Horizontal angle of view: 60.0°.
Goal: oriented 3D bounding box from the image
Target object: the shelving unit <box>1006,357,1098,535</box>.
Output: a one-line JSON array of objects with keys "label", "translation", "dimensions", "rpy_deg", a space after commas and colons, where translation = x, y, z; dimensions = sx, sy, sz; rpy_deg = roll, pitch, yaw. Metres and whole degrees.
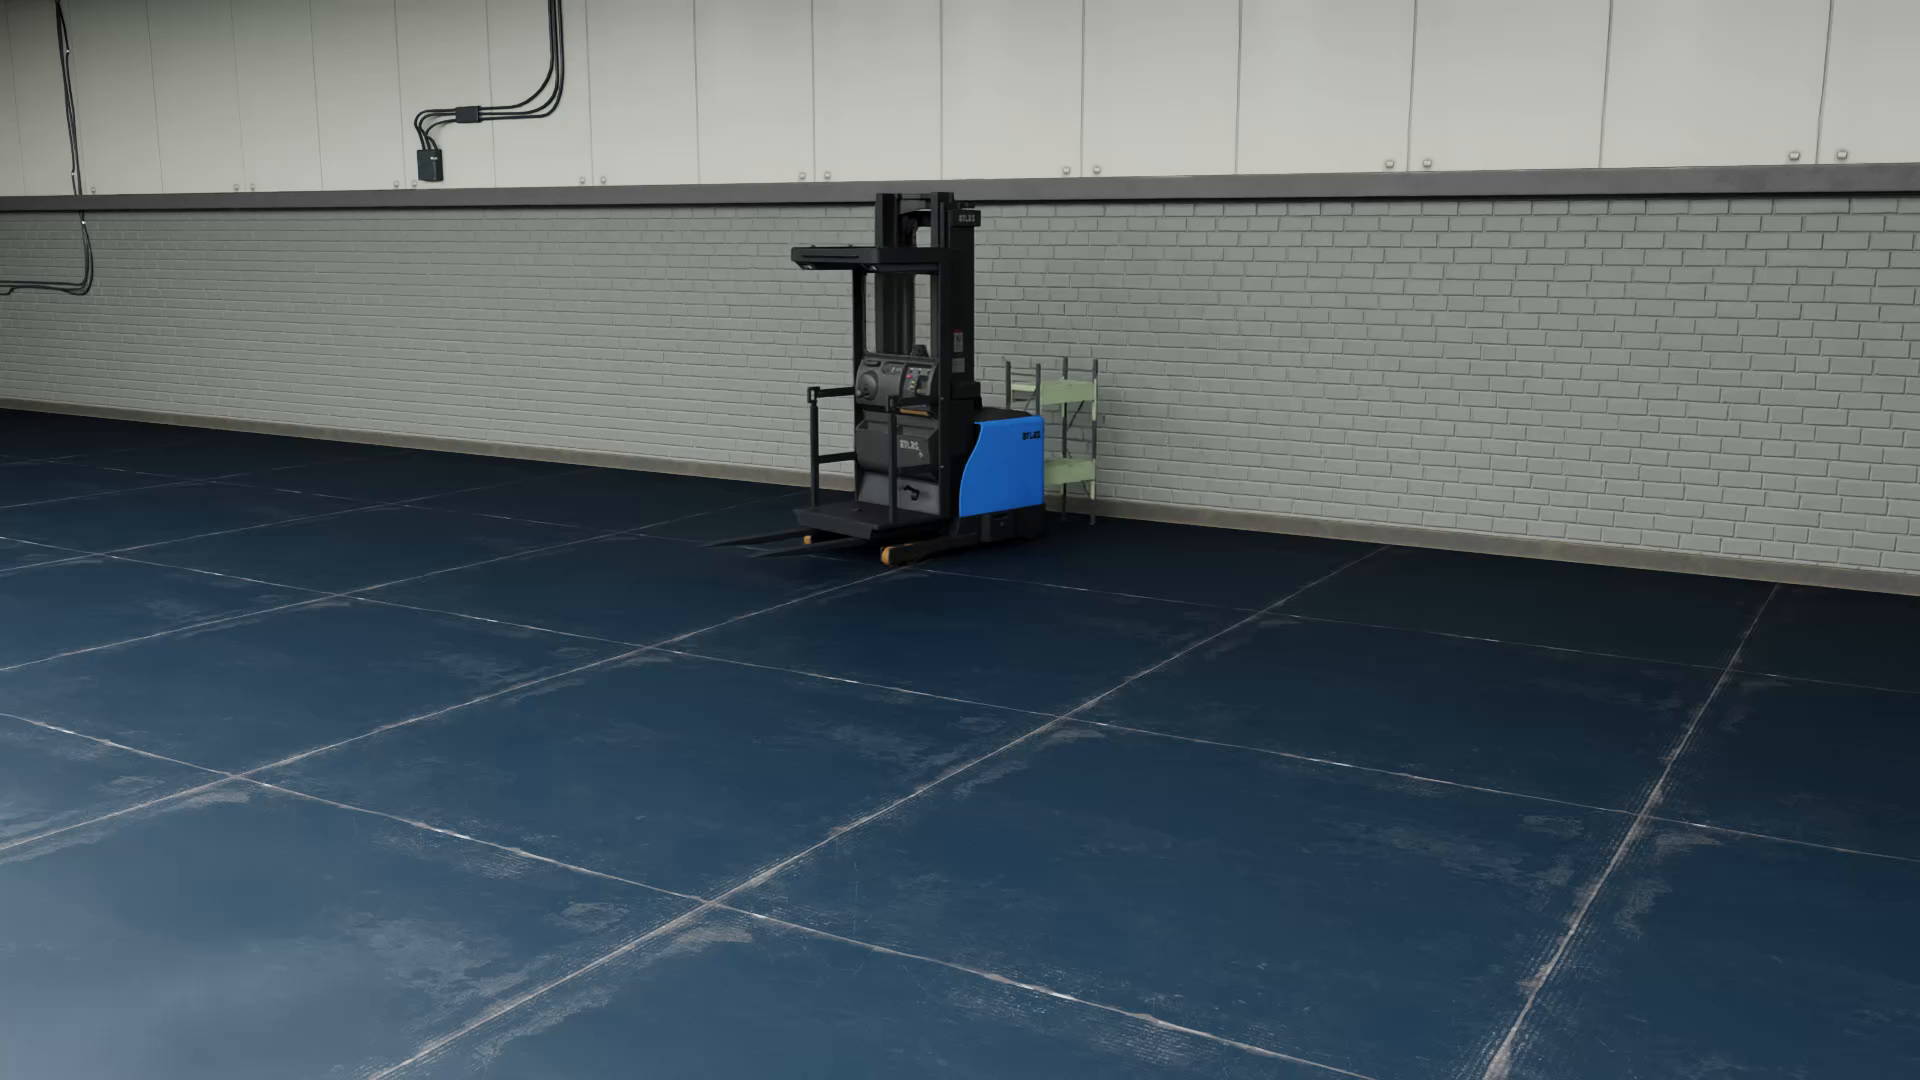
[{"label": "shelving unit", "translation": [0.815, -0.851, 14.839], "dimensions": [0.755, 1.500, 0.431], "rpy_deg": [-10, 14, -42]}]

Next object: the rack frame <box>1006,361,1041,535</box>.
[{"label": "rack frame", "translation": [0.549, -0.805, 14.592], "dimensions": [0.023, 1.500, 0.400], "rpy_deg": [-10, 14, -42]}]

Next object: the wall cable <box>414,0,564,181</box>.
[{"label": "wall cable", "translation": [-5.338, -7.055, 18.356], "dimensions": [2.305, 6.003, 0.169], "rpy_deg": [6, 12, 31]}]

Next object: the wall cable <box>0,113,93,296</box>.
[{"label": "wall cable", "translation": [-13.443, -4.766, 23.813], "dimensions": [3.097, 2.526, 0.112], "rpy_deg": [6, 12, 31]}]

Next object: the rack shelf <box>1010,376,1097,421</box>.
[{"label": "rack shelf", "translation": [0.815, -1.235, 14.768], "dimensions": [0.720, 0.370, 0.431], "rpy_deg": [-10, 14, -42]}]

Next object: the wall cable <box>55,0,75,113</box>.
[{"label": "wall cable", "translation": [-11.131, -6.990, 21.967], "dimensions": [3.097, 2.526, 0.112], "rpy_deg": [6, 12, 31]}]

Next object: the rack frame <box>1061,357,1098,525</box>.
[{"label": "rack frame", "translation": [1.081, -0.897, 15.086], "dimensions": [0.023, 1.500, 0.400], "rpy_deg": [-10, 14, -42]}]

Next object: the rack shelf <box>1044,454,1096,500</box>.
[{"label": "rack shelf", "translation": [0.815, -0.531, 14.899], "dimensions": [0.720, 0.370, 0.431], "rpy_deg": [-10, 14, -42]}]

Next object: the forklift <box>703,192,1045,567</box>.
[{"label": "forklift", "translation": [-0.678, -1.333, 13.525], "dimensions": [3.031, 2.935, 1.130], "rpy_deg": [-10, 14, -42]}]
